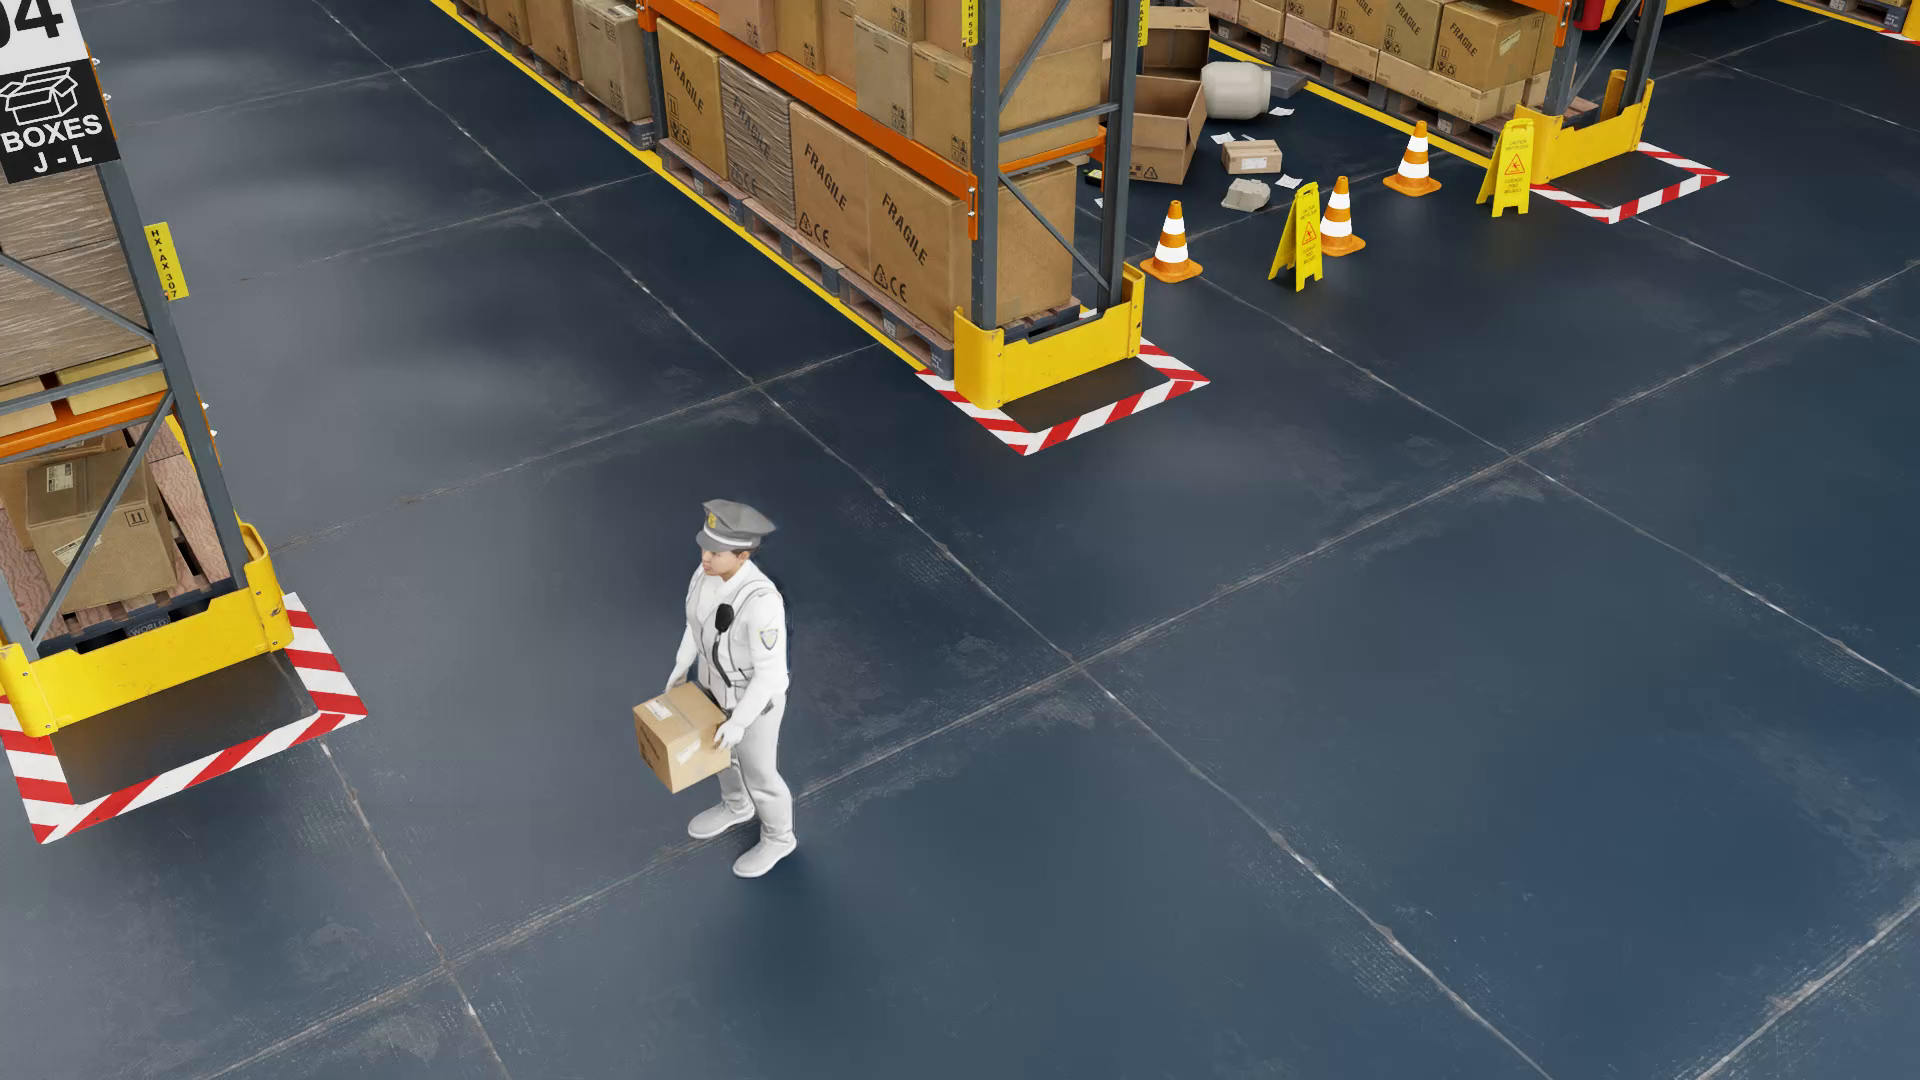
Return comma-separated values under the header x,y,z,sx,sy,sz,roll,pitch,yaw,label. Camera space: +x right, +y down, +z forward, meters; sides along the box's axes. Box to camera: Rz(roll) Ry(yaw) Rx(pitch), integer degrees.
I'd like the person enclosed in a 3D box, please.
x,y,z,sx,sy,sz,roll,pitch,yaw,label
-0.845,0.569,6.201,0.402,1.696,0.557,-23,42,-27,person
